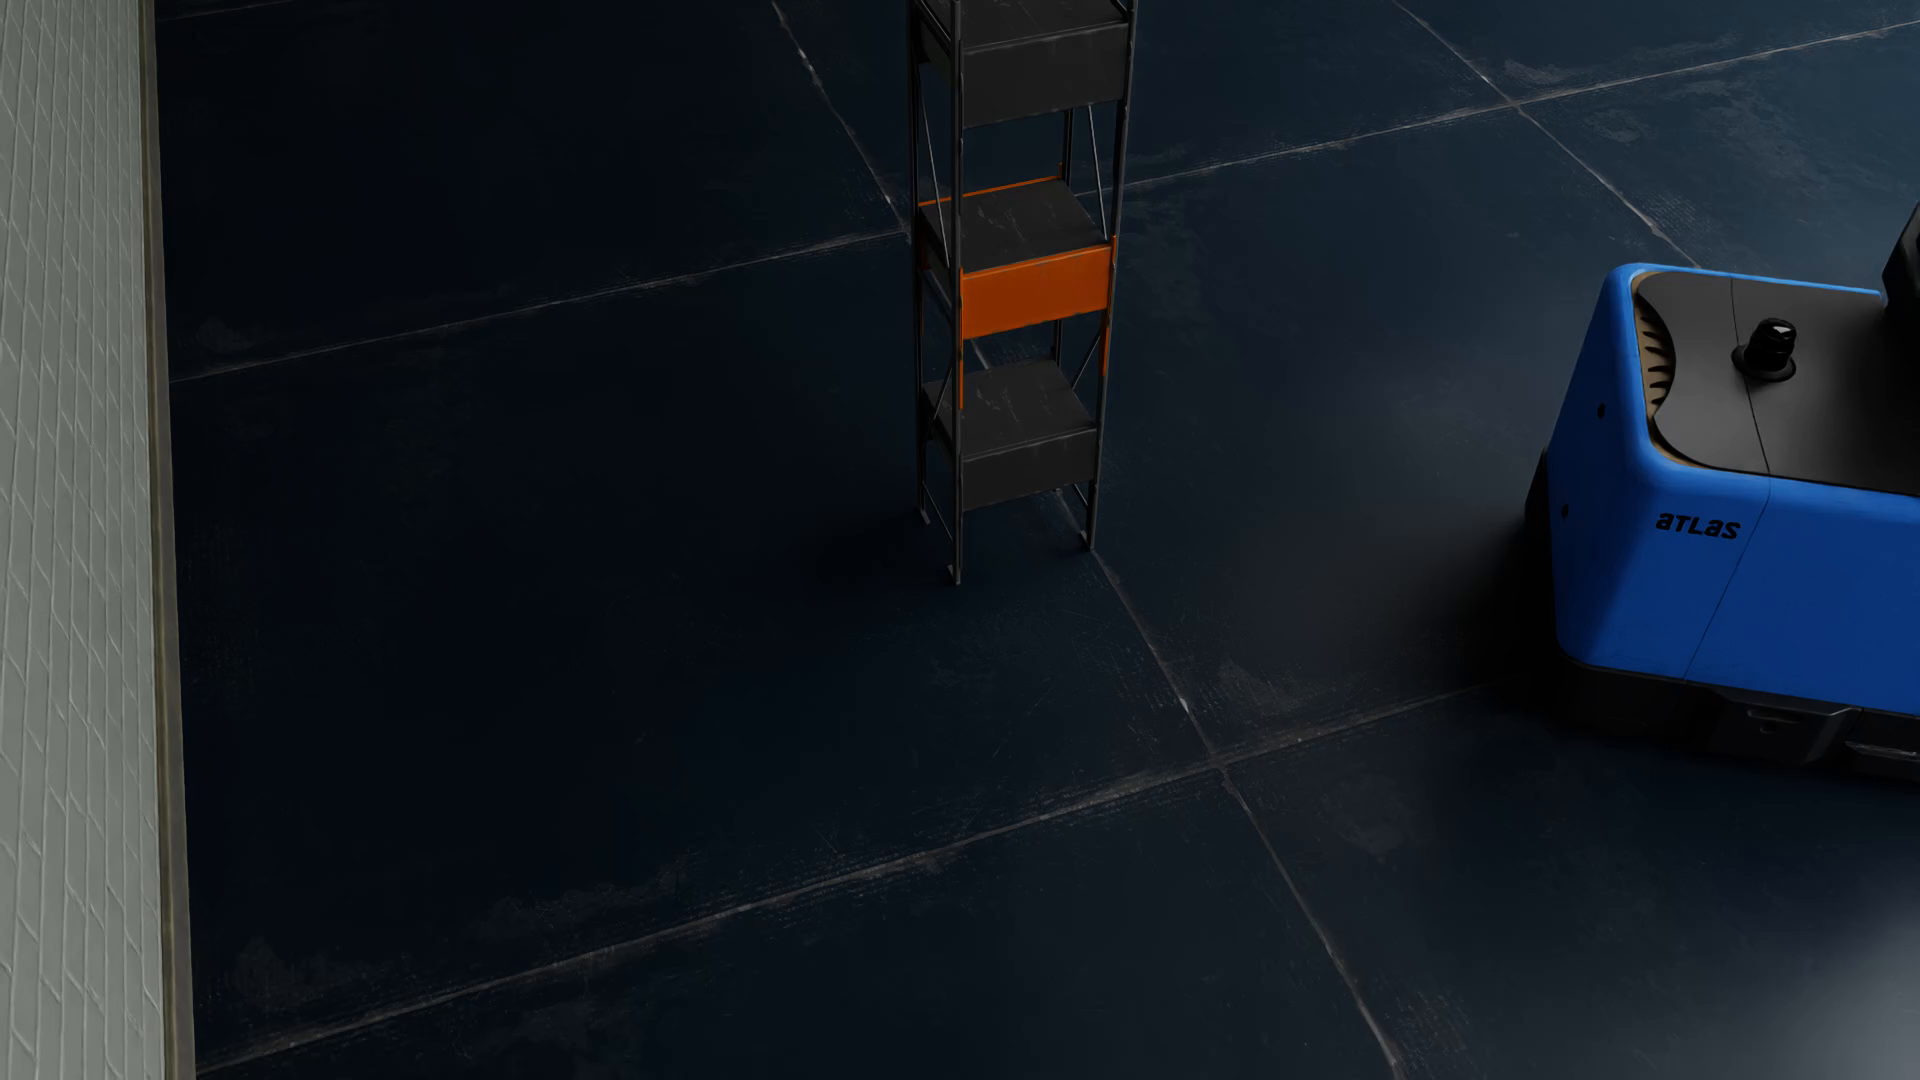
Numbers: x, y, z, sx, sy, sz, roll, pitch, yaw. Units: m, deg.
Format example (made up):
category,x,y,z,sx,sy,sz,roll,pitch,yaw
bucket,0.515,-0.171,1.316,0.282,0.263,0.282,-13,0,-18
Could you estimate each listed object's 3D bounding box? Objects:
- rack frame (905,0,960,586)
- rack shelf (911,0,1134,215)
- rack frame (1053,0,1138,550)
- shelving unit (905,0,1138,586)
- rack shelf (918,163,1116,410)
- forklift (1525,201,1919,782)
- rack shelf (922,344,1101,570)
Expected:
category,x,y,z,sx,sy,sz,roll,pitch,yaw
rack frame,-0.074,-0.722,4.987,0.015,2.100,0.400,-14,47,-14
rack shelf,0.156,-1.266,4.560,0.480,0.518,0.431,-14,47,-14
rack frame,0.385,-0.840,5.104,0.015,2.100,0.400,-14,47,-14
shelving unit,0.156,-0.781,5.046,0.503,2.100,0.431,-14,47,-14
rack shelf,0.156,-0.771,5.056,0.480,0.518,0.431,-14,47,-14
forklift,3.356,-0.590,4.269,3.031,2.935,1.130,8,46,8
rack shelf,0.156,-0.277,5.551,0.480,0.518,0.431,-14,47,-14
